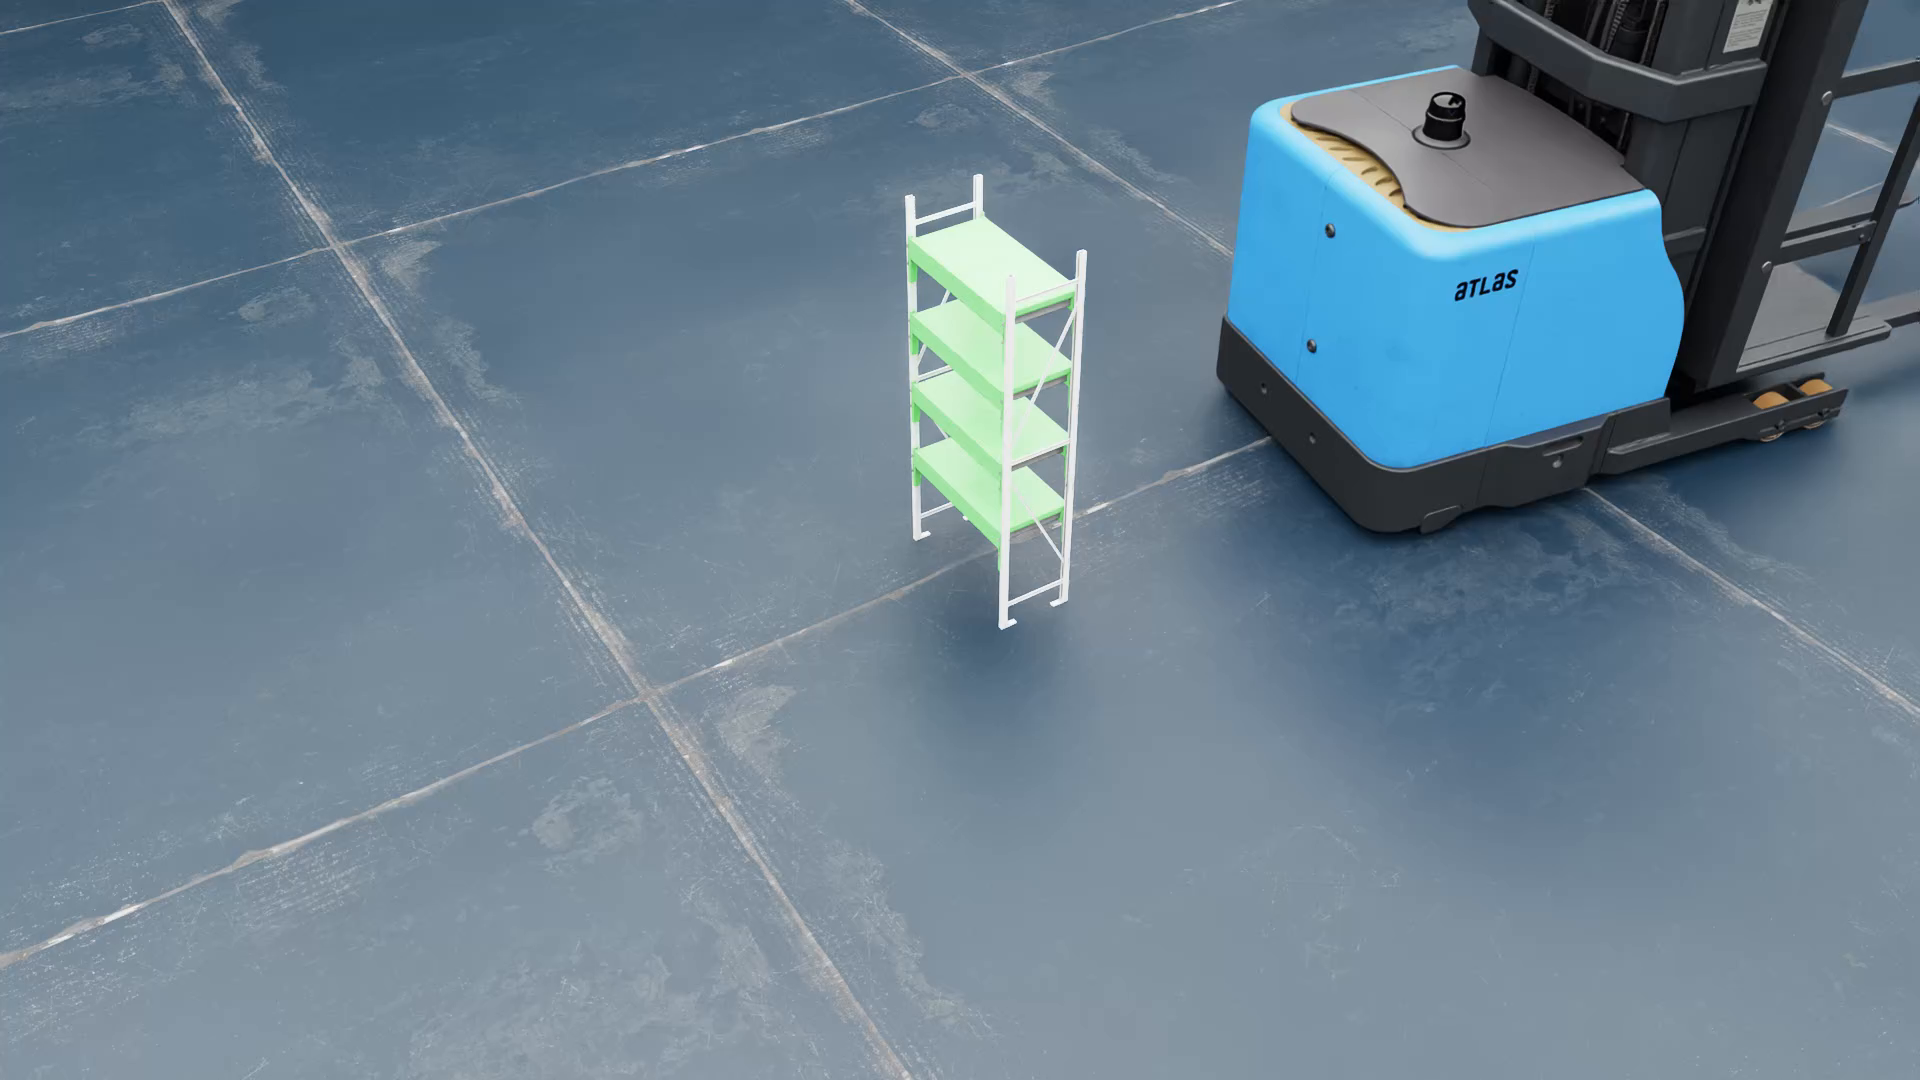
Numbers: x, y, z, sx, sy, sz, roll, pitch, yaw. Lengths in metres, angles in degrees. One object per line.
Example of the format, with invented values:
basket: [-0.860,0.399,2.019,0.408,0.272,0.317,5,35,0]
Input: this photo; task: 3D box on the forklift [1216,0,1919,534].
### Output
forklift: [2.466,-1.757,5.069,3.031,2.935,1.130,-15,42,-17]

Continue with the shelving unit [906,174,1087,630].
shelving unit: [0.089,-0.372,4.759,0.258,1.200,0.503,-22,45,-24]

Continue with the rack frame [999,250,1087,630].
rack frame: [0.220,-0.240,4.601,0.240,1.200,0.015,-22,45,-24]

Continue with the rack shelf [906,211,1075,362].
rack shelf: [0.089,-0.691,4.492,0.258,0.148,0.480,-22,45,-24]

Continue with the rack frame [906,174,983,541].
rack frame: [-0.042,-0.503,4.917,0.240,1.200,0.015,-22,45,-24]

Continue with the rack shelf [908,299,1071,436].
rack shelf: [0.089,-0.507,4.646,0.258,0.148,0.480,-22,45,-24]

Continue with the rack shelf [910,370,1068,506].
rack shelf: [0.089,-0.323,4.800,0.258,0.148,0.480,-22,45,-24]

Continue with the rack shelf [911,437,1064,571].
rack shelf: [0.089,-0.138,4.953,0.258,0.148,0.480,-22,45,-24]
